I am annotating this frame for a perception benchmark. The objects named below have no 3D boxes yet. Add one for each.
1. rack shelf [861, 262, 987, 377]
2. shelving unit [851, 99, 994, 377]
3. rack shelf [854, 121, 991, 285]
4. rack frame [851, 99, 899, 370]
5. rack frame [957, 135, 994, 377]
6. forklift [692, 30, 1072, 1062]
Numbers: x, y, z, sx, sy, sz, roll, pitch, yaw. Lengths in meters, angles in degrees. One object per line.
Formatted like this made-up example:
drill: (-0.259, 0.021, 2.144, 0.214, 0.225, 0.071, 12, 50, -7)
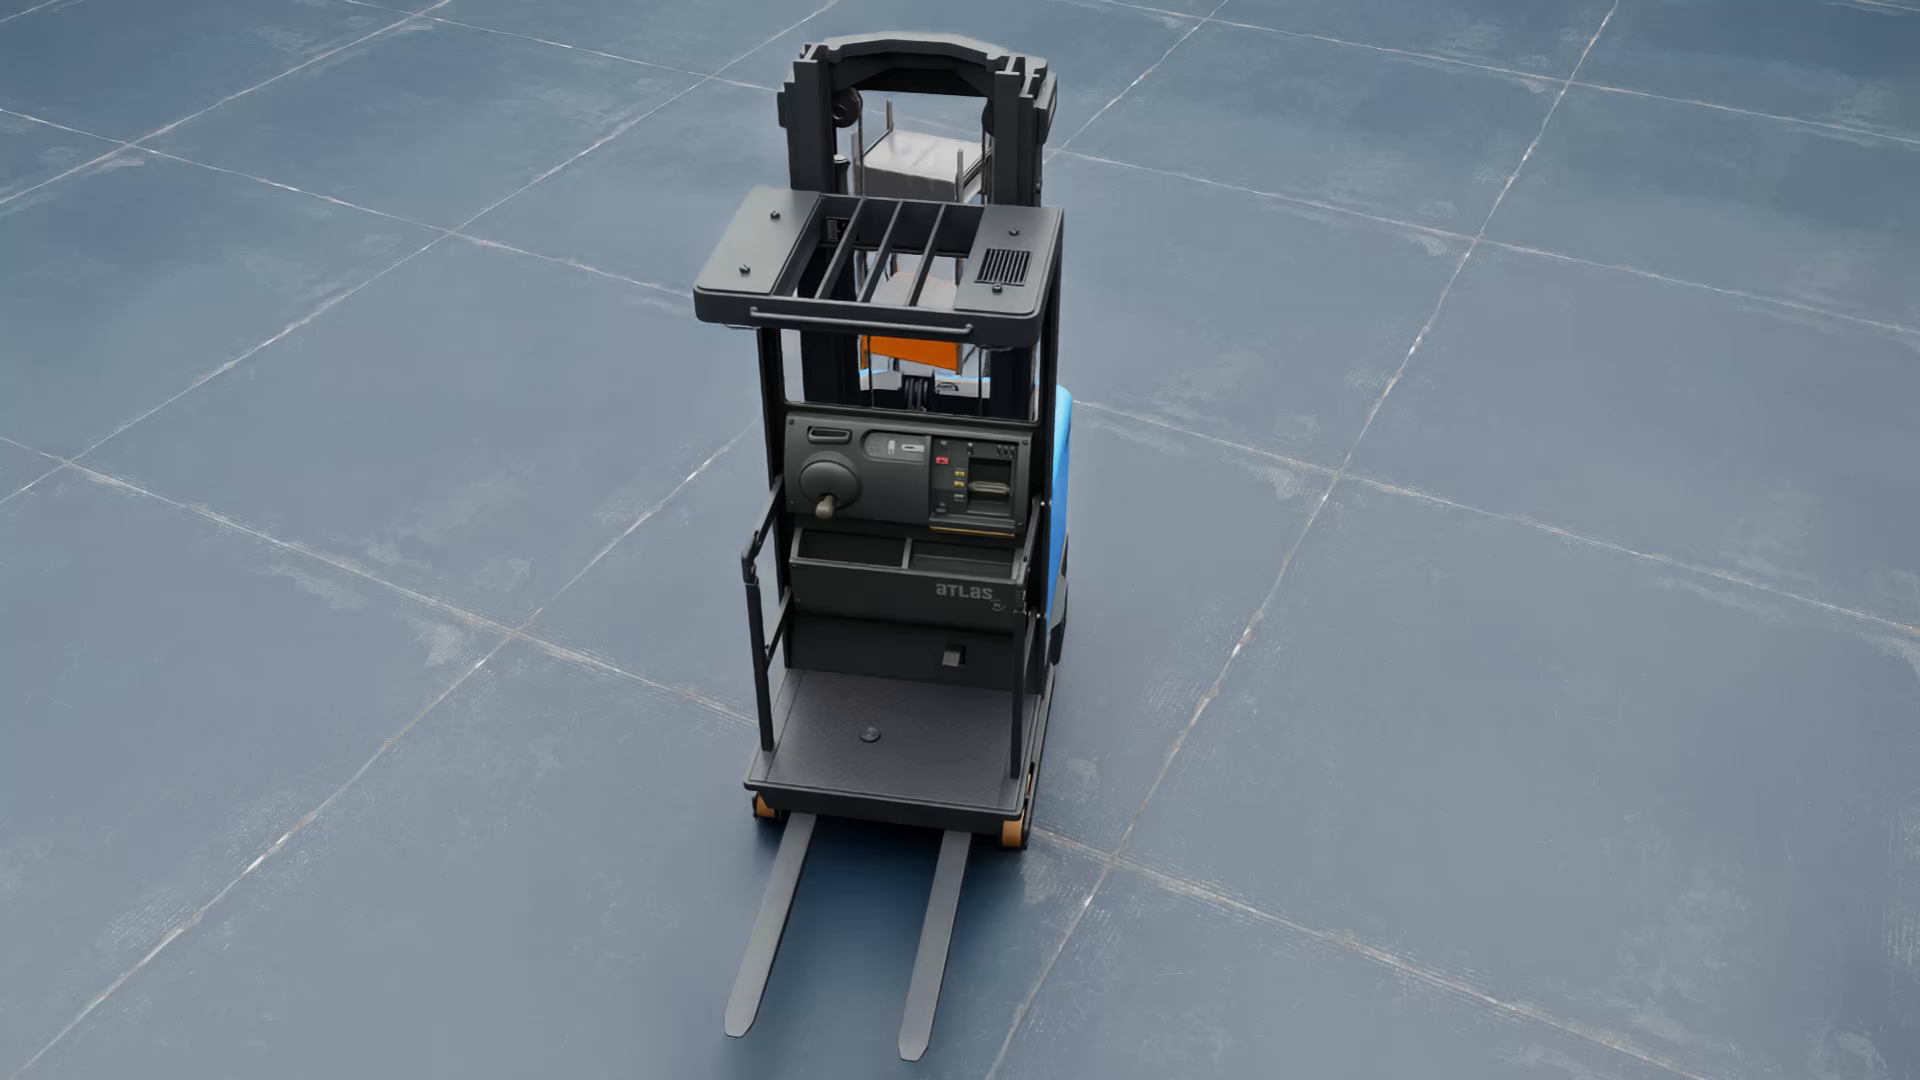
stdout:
rack shelf: (-0.156, -0.934, 7.767, 0.480, 0.518, 0.431, 14, 39, 17)
shelving unit: (-0.156, -0.945, 7.758, 0.503, 2.100, 0.431, 14, 39, 17)
rack shelf: (-0.156, -1.492, 7.343, 0.480, 0.518, 0.431, 14, 39, 17)
rack frame: (-0.382, -1.001, 7.832, 0.015, 2.100, 0.400, 14, 39, 17)
rack frame: (0.070, -0.889, 7.685, 0.015, 2.100, 0.400, 14, 39, 17)
forklift: (-0.231, -0.176, 6.058, 1.130, 2.935, 3.031, 6, 38, 7)
